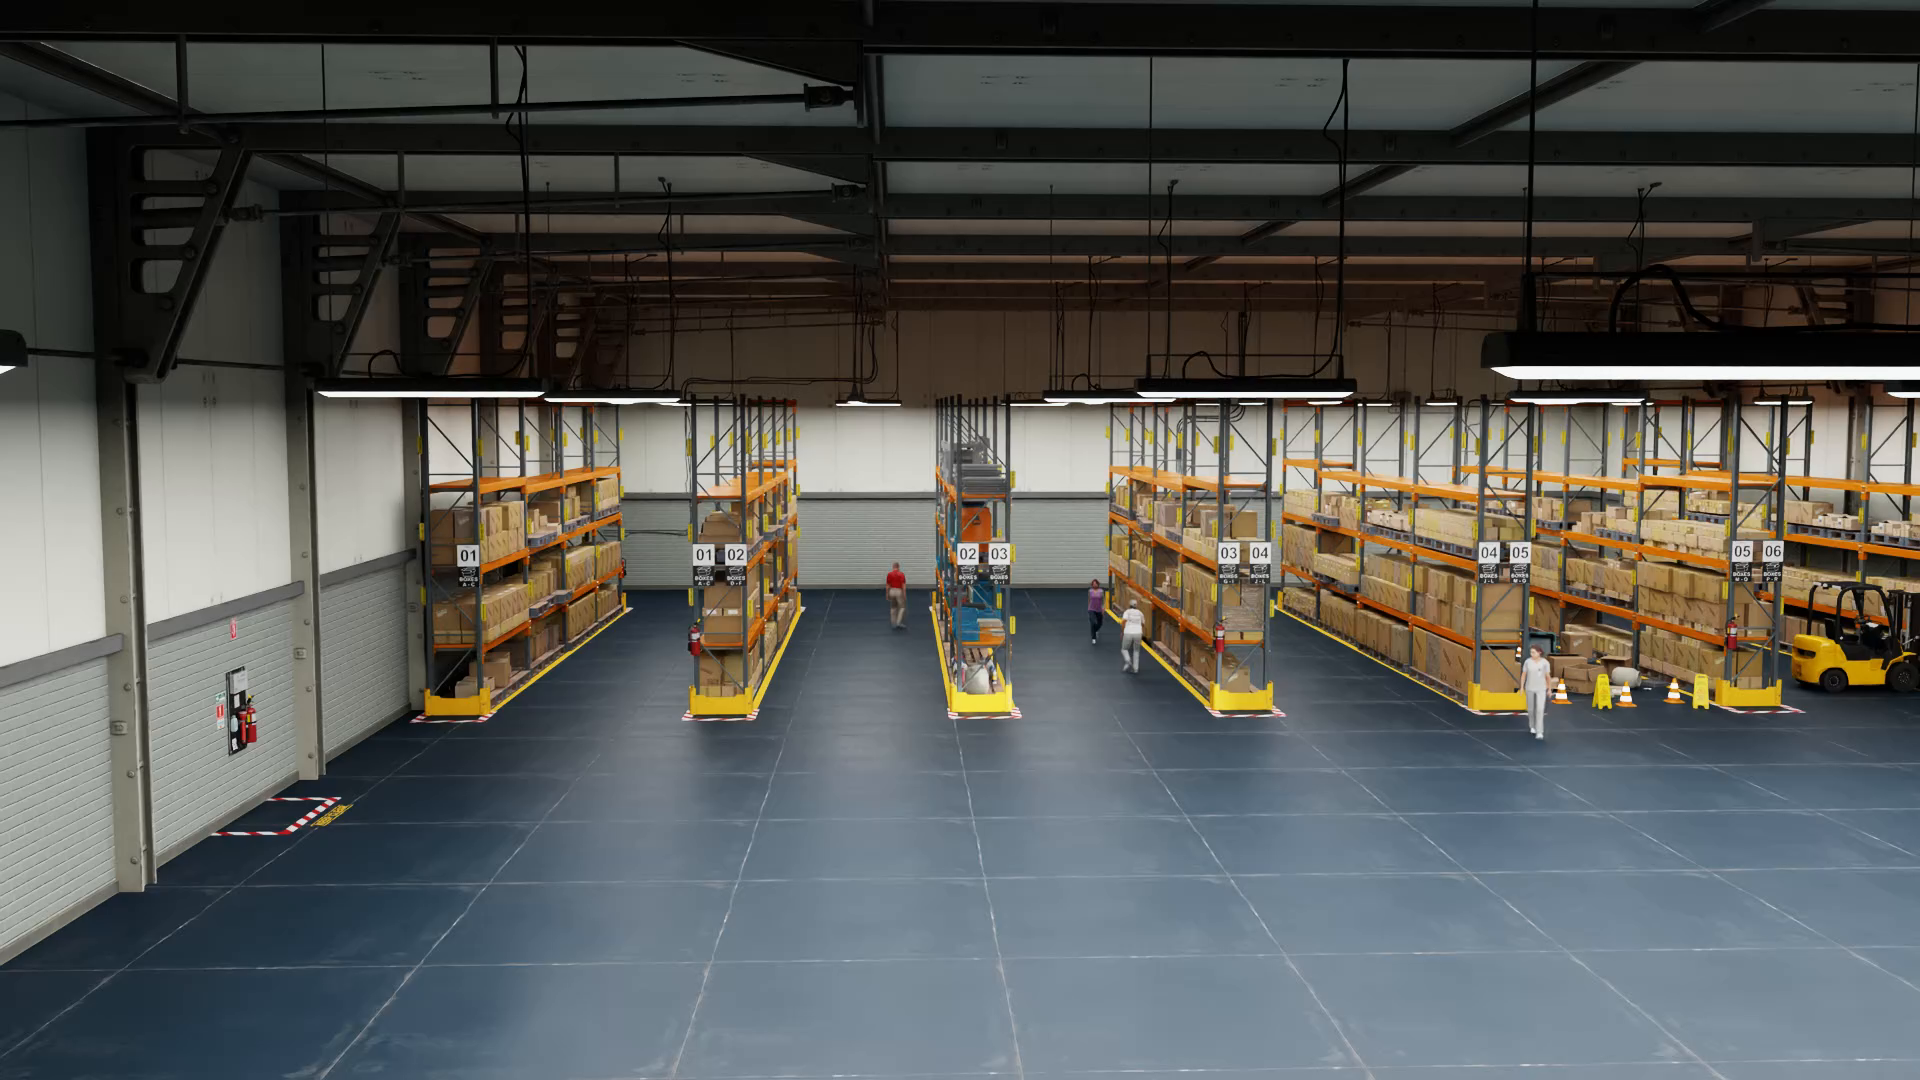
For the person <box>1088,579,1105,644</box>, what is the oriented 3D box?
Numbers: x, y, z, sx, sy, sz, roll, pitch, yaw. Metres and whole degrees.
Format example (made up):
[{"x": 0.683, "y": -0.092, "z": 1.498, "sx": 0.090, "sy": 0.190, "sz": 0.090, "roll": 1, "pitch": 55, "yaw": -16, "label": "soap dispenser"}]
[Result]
[{"x": 3.335, "y": 1.722, "z": 40.747, "sx": 0.416, "sy": 1.563, "sz": 0.768, "roll": 0, "pitch": 5, "yaw": -4, "label": "person"}]

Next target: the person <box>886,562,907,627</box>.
[{"x": -1.669, "y": 1.441, "z": 43.539, "sx": 0.574, "sy": 1.723, "sz": 0.532, "roll": 2, "pitch": 5, "yaw": 24, "label": "person"}]

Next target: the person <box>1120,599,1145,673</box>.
[{"x": 3.770, "y": 2.092, "z": 36.394, "sx": 0.562, "sy": 1.553, "sz": 0.716, "roll": 0, "pitch": 4, "yaw": 0, "label": "person"}]

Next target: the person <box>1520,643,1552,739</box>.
[{"x": 10.042, "y": 2.620, "z": 29.029, "sx": 0.497, "sy": 1.641, "sz": 0.896, "roll": 3, "pitch": 5, "yaw": 31, "label": "person"}]
